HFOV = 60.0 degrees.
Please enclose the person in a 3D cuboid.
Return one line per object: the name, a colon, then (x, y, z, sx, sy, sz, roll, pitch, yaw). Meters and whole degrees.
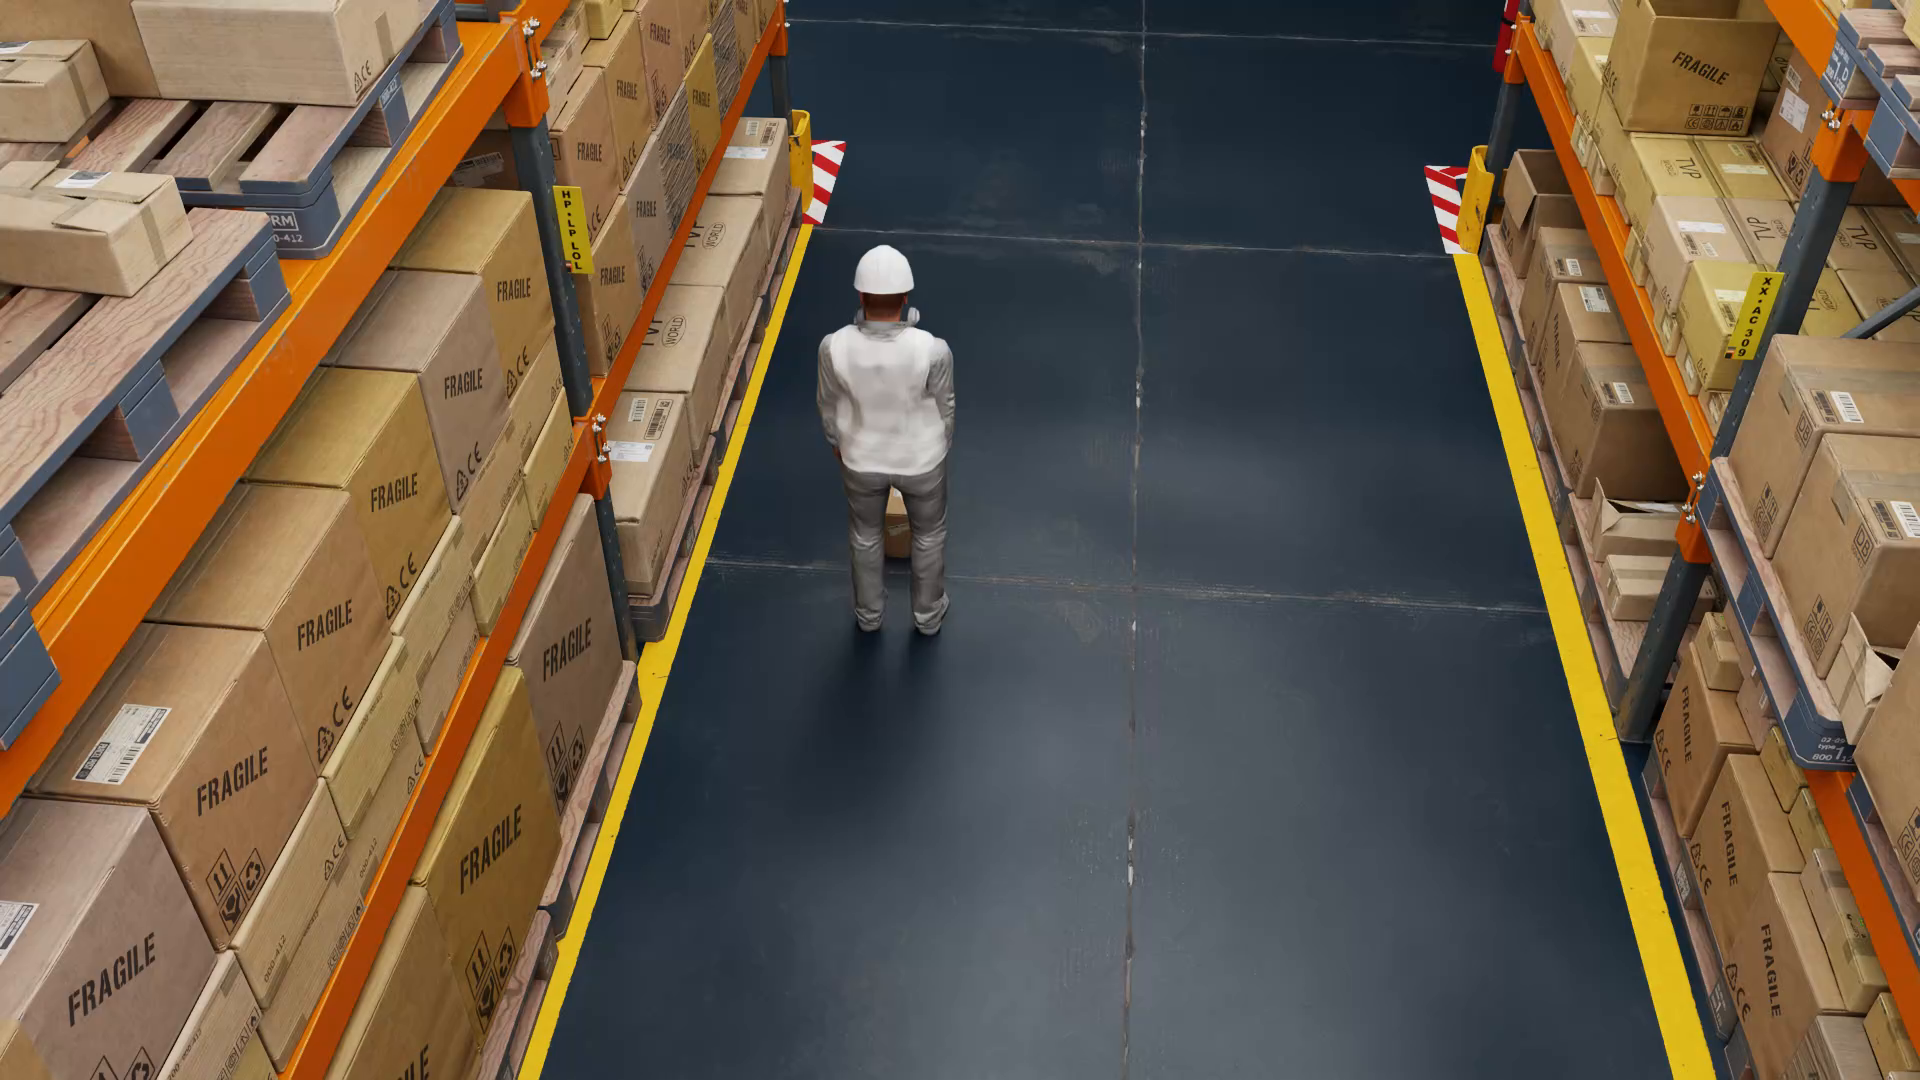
person: (-0.284, -0.359, 6.582, 0.538, 1.759, 0.379, 4, 40, 5)
